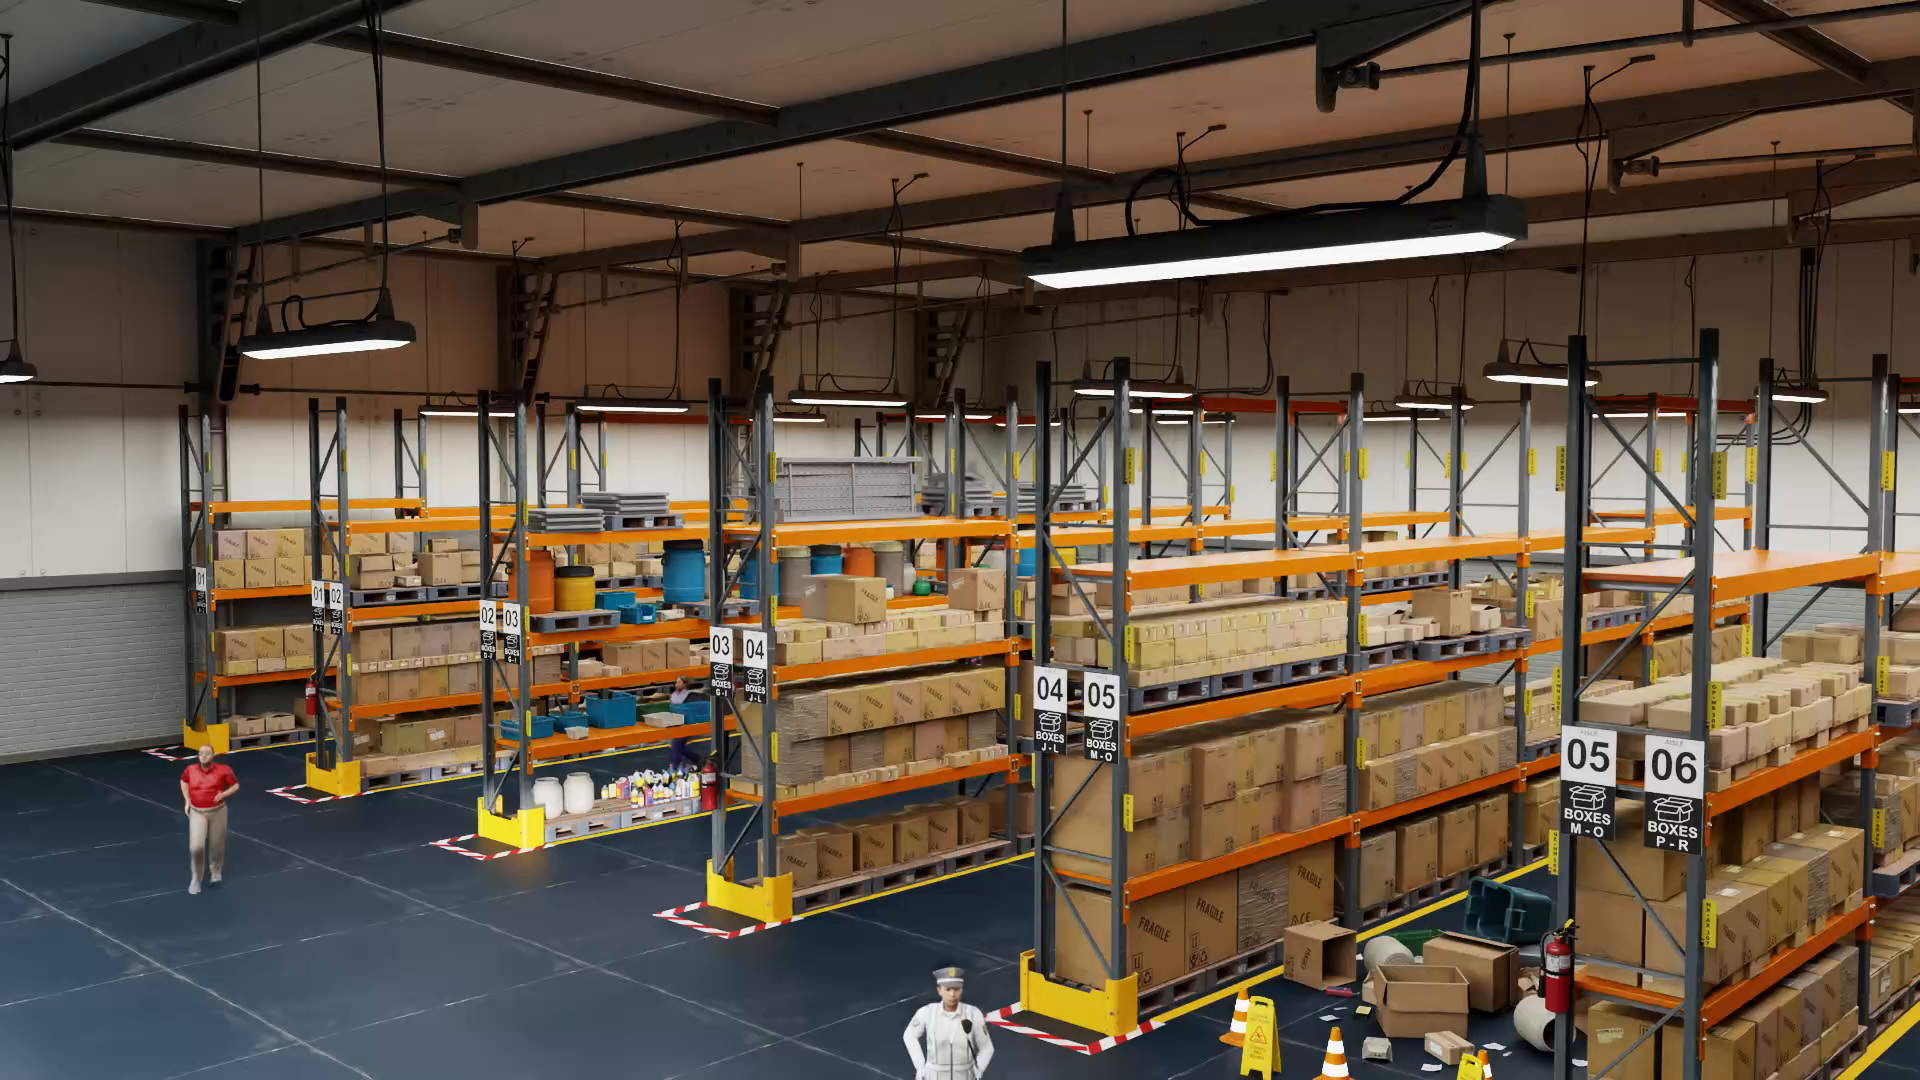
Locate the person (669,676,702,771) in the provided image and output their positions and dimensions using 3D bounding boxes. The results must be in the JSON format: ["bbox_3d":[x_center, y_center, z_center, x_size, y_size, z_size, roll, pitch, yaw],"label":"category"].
[{"bbox_3d":[-4.389,2.952,26.283,0.614,1.624,0.917,3,4,41],"label":"person"}]

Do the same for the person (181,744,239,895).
[{"bbox_3d":[-8.847,3.284,19.608,0.651,1.777,0.747,-1,3,-20],"label":"person"}]

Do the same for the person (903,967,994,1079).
[{"bbox_3d":[-0.072,3.736,11.392,0.618,1.691,0.842,0,3,-5],"label":"person"}]
